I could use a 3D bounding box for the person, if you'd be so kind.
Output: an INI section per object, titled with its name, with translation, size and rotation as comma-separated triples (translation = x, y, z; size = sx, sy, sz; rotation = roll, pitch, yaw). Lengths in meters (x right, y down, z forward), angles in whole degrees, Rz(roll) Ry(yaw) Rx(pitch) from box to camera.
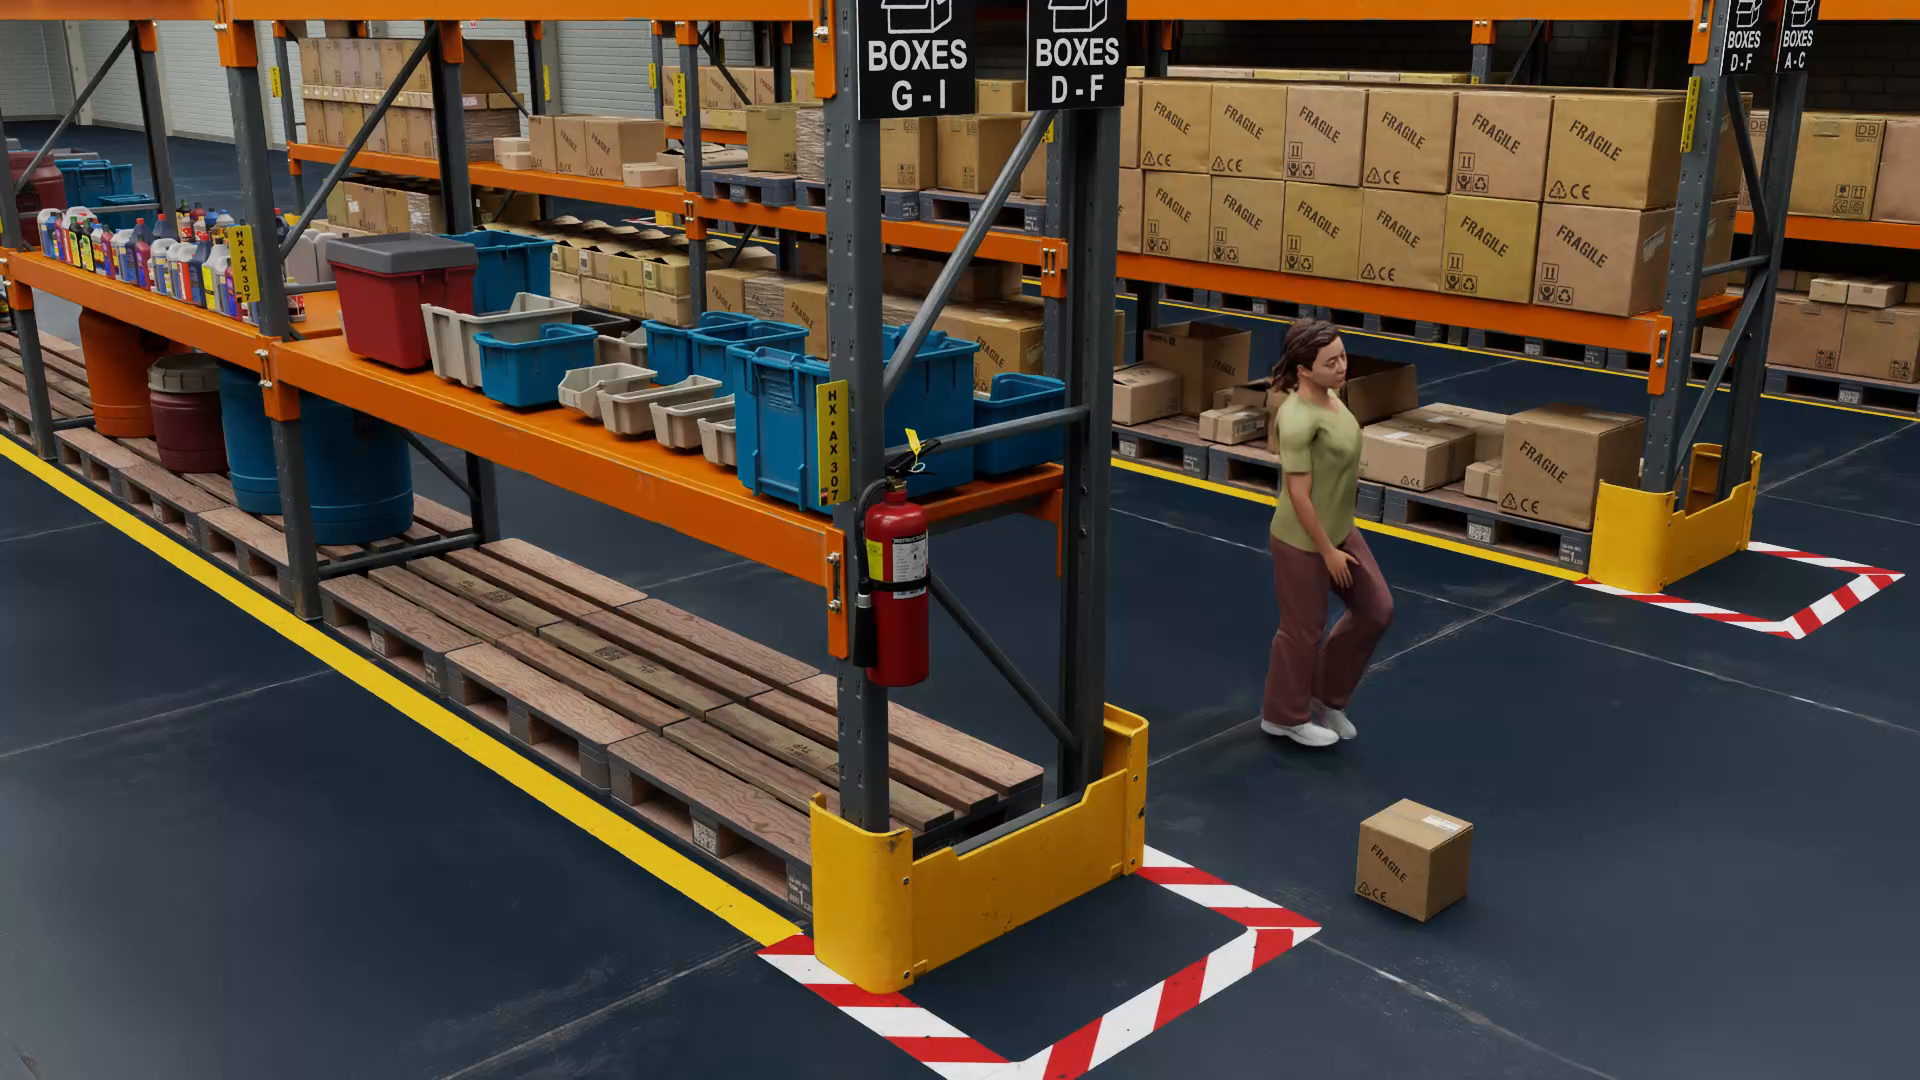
[person]
translation = 1.317, 0.017, 6.015
size = 0.457, 1.679, 0.558
rotation = 10, 20, 30
